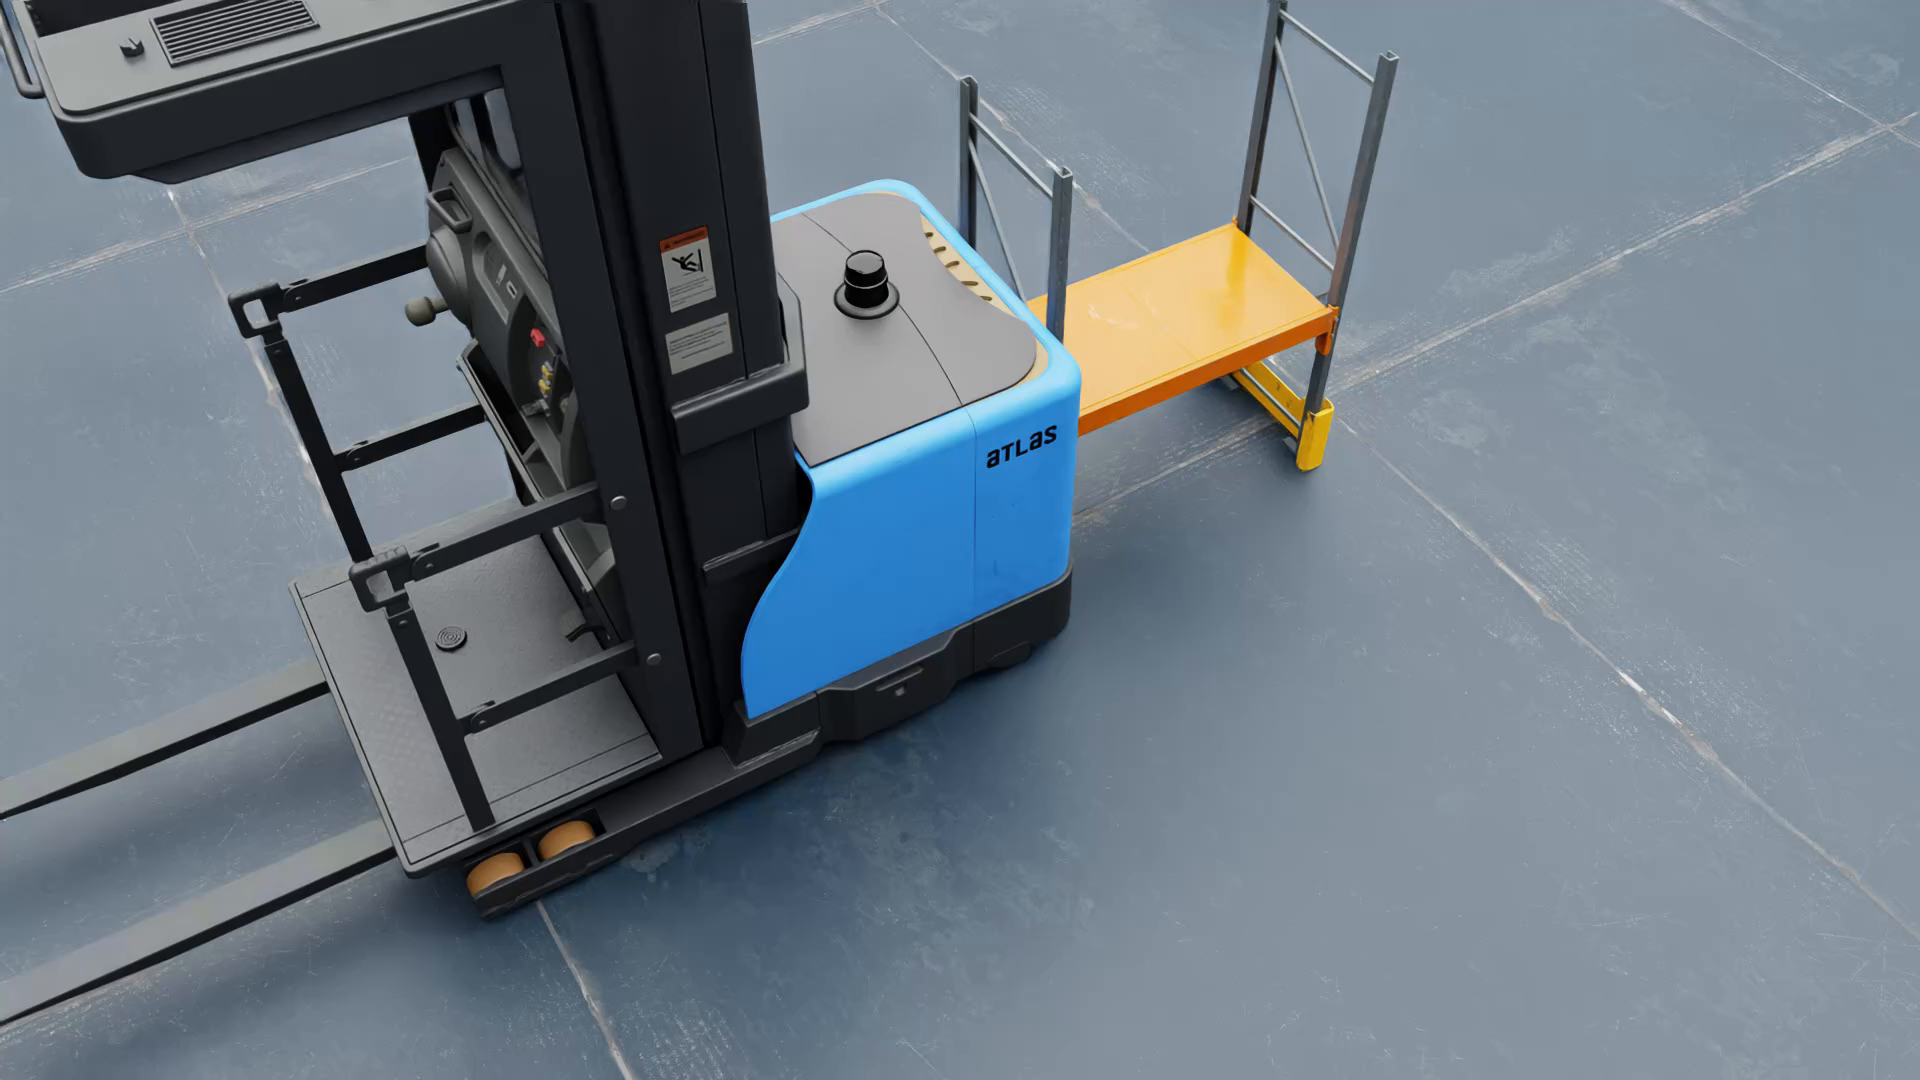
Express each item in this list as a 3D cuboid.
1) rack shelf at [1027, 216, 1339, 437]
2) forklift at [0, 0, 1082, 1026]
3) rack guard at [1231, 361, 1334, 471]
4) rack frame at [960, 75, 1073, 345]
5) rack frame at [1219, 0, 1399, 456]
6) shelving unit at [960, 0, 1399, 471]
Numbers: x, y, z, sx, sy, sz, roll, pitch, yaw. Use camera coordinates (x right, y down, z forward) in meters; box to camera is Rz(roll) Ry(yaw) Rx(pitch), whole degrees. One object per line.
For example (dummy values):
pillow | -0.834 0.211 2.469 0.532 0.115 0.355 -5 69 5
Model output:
rack shelf | 0.577 -0.614 5.033 1.000 0.185 0.538 -23 52 -20
forklift | -1.208 -0.450 3.688 3.031 2.935 1.130 -23 52 -20
rack guard | 1.015 -0.508 5.535 0.087 0.250 0.587 -23 52 -20
rack frame | 0.137 -0.543 4.729 0.032 1.500 0.500 -23 52 -20
rack frame | 1.016 -0.924 5.069 0.032 1.500 0.500 -23 52 -20
shelving unit | 0.584 -0.737 4.902 1.083 1.500 0.587 -23 52 -20
